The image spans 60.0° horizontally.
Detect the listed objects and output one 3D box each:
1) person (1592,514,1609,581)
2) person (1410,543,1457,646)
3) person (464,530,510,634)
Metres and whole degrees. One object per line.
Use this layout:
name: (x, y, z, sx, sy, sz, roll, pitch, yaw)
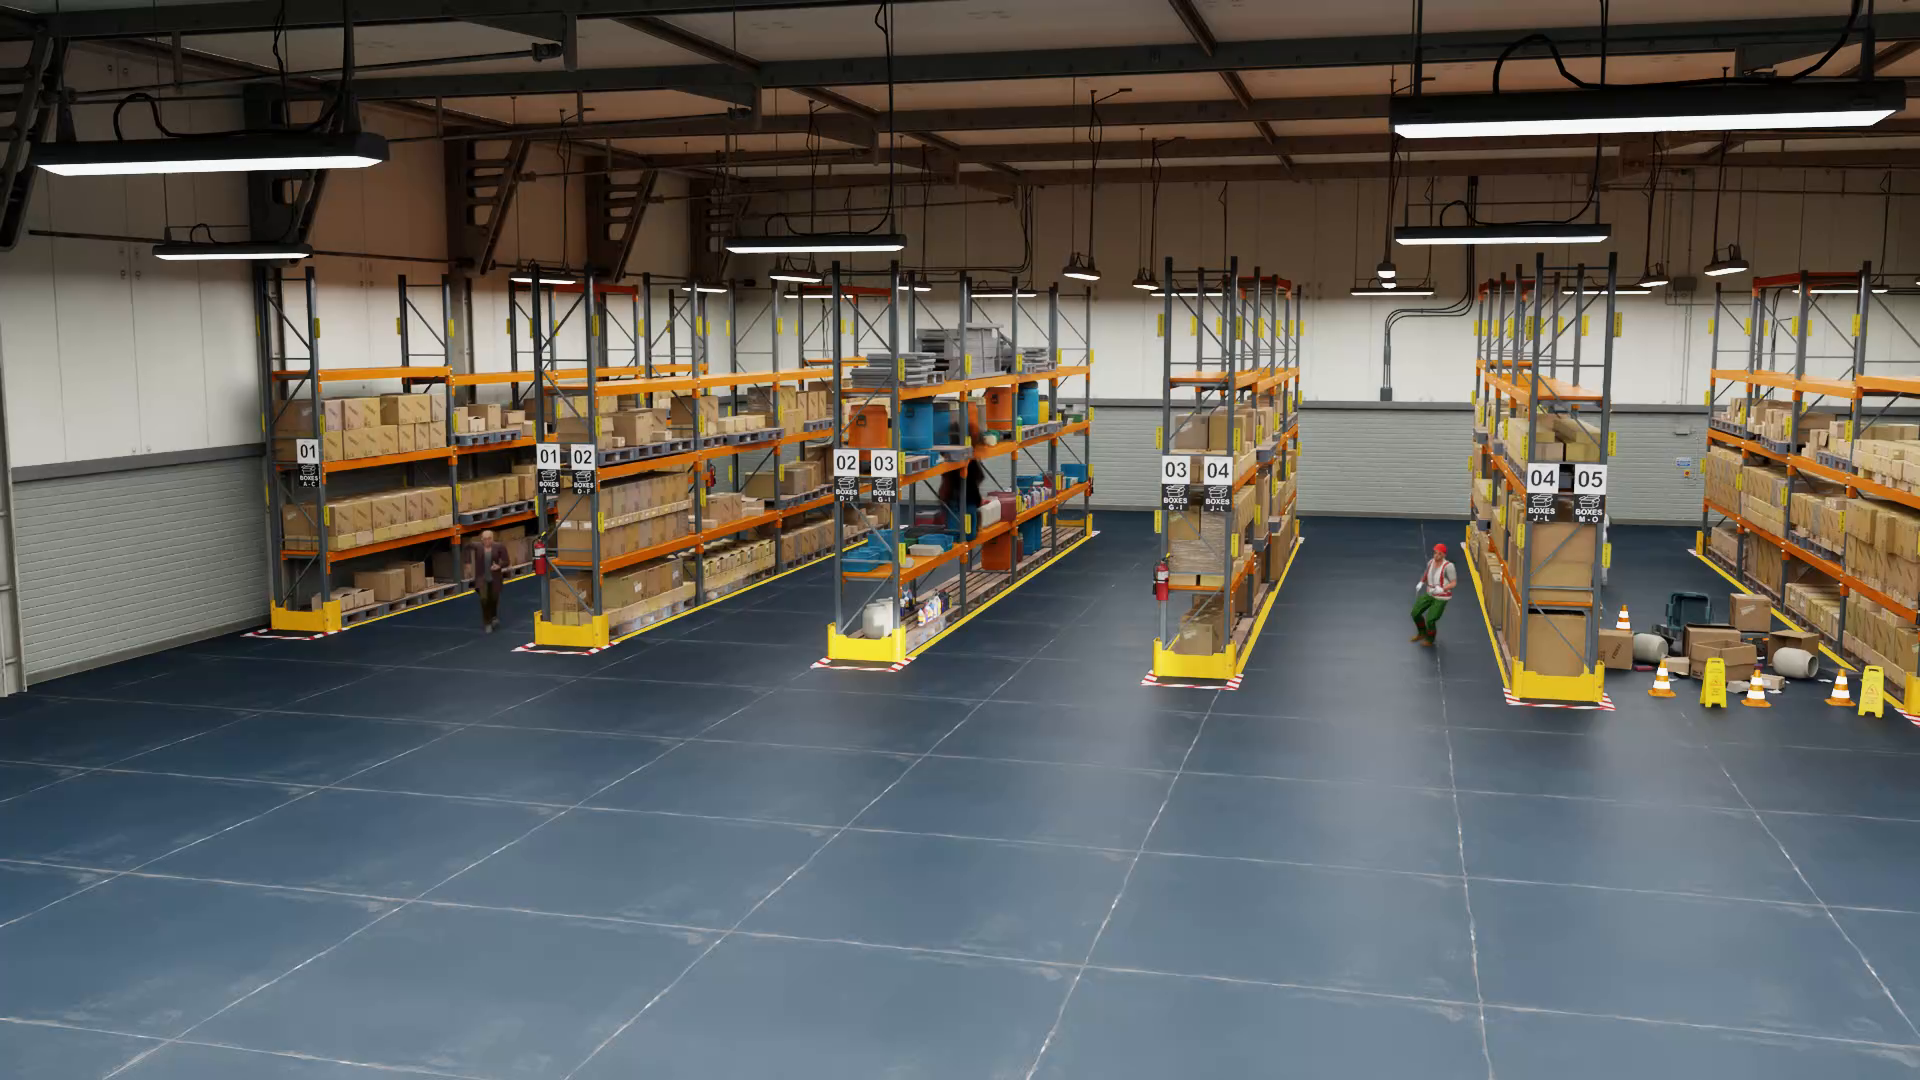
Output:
person: (12.630, 0.023, 33.027, 0.568, 1.635, 0.936, 0, 7, 3)
person: (7.376, 0.873, 26.078, 0.616, 1.677, 0.882, -6, 9, -39)
person: (-7.847, 0.698, 27.645, 0.750, 1.796, 1.034, -2, 7, -12)
